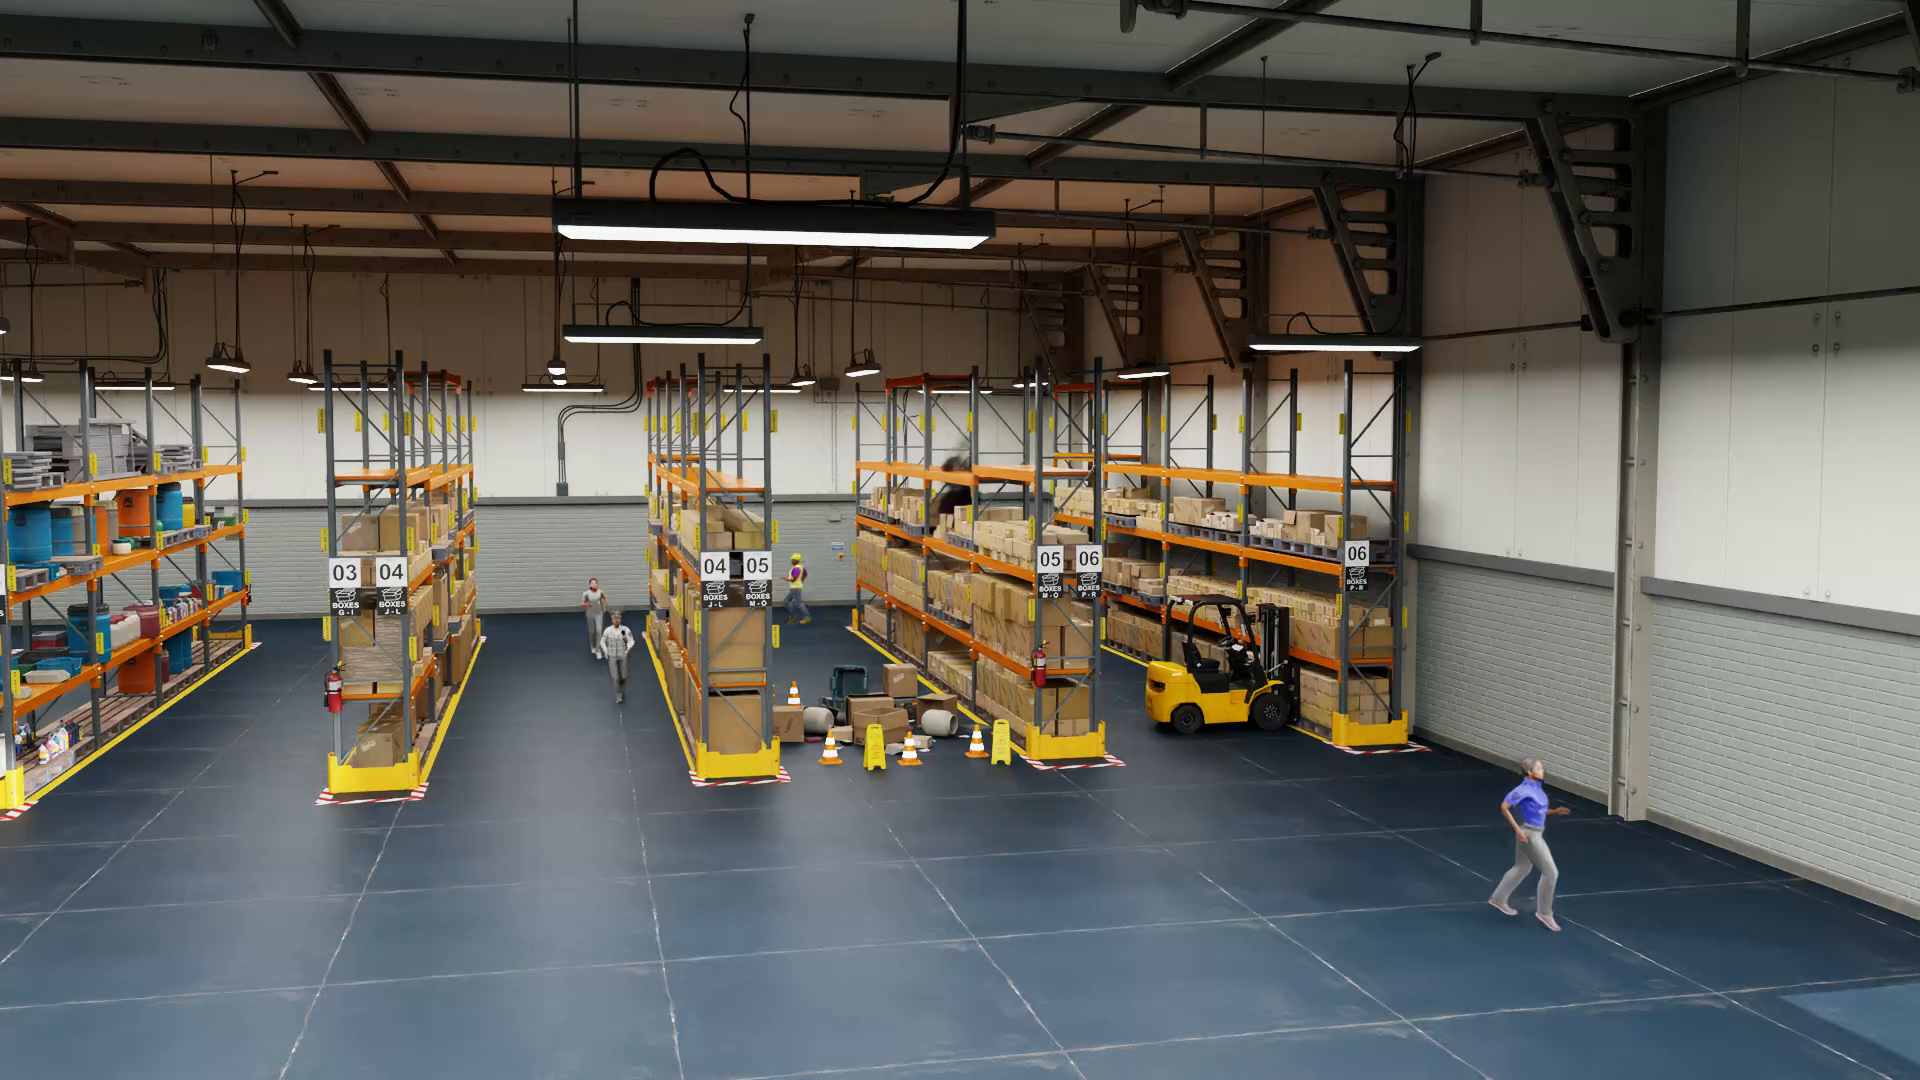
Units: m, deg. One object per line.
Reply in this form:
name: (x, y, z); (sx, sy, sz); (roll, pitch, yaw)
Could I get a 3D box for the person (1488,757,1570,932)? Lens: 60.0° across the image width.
person: (5.684, 3.070, 16.622); (0.770, 1.622, 0.546); (2, 4, 24)

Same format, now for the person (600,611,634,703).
person: (-6.183, 2.089, 29.994); (0.606, 1.654, 0.599); (-1, 4, -12)

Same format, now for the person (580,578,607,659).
person: (-7.873, 1.665, 35.770); (0.564, 1.704, 0.879); (-1, 4, -12)

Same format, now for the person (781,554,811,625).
person: (-4.095, 1.246, 41.399); (0.748, 1.821, 0.673); (-1, 4, -8)
